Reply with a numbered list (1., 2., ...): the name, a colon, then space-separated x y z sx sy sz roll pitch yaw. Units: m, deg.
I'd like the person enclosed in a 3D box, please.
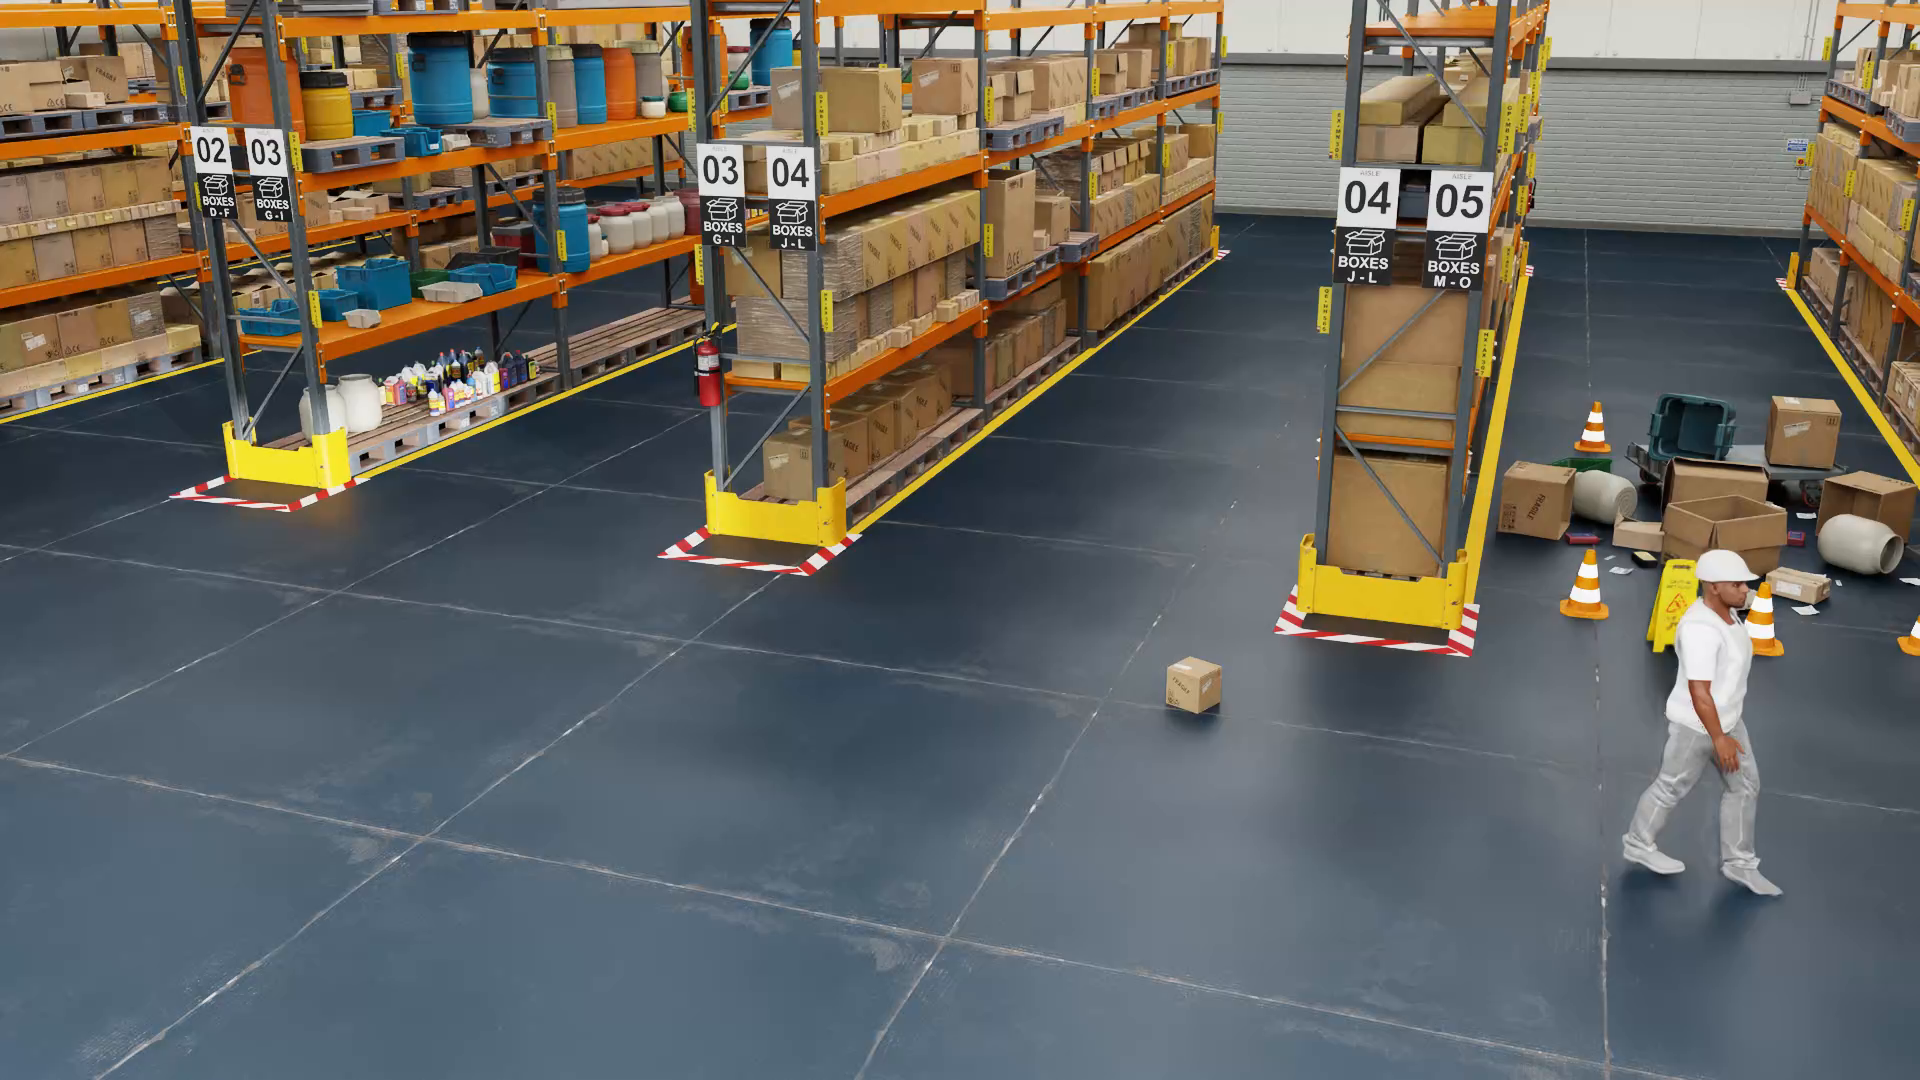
1. person: 3.778 0.929 8.274 0.750 1.803 0.625 15 24 38
